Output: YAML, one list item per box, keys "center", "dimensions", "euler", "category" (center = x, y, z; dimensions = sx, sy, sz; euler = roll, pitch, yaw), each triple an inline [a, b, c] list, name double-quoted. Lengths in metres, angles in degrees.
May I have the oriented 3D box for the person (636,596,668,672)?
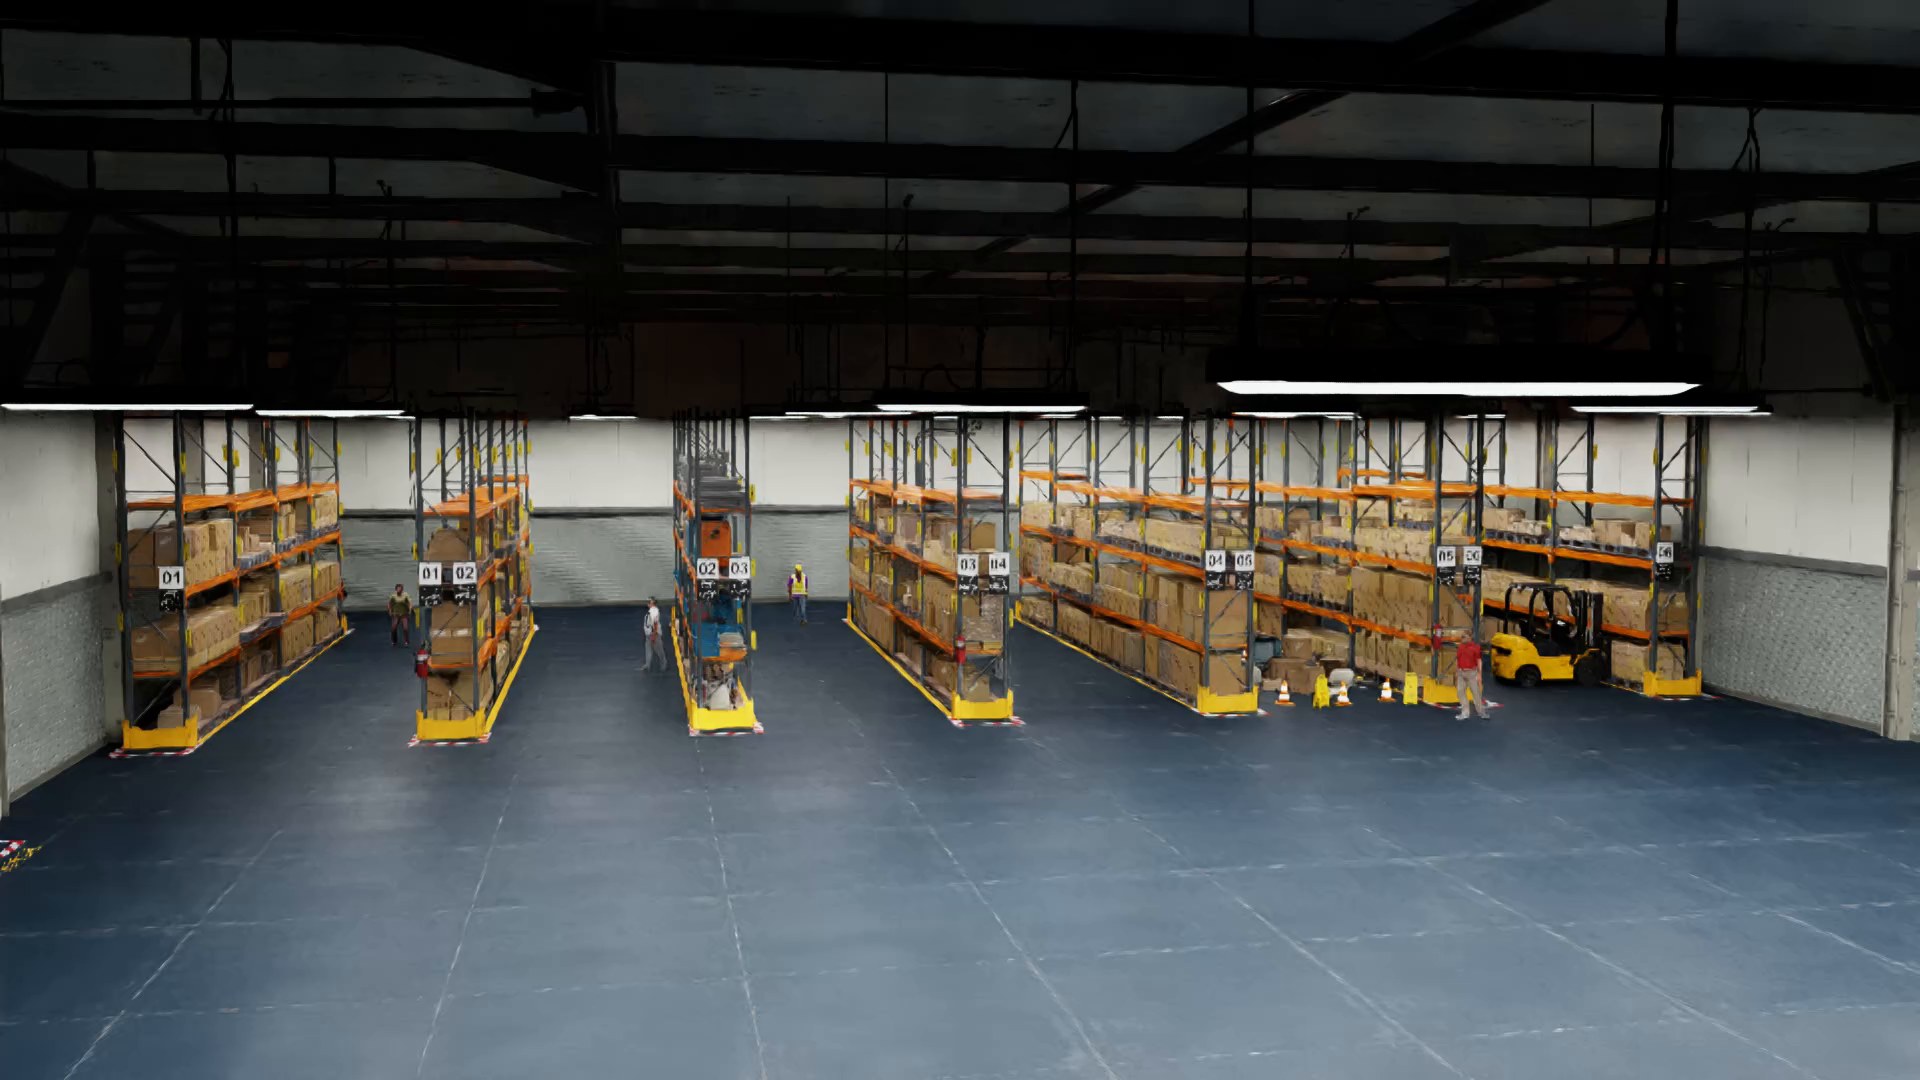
- center: [-7.061, 2.138, 38.072]
  dimensions: [0.669, 1.742, 0.756]
  euler: [-2, 4, -22]
  category: "person"

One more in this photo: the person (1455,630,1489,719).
- center: [9.866, 2.590, 32.104]
  dimensions: [0.554, 1.716, 0.653]
  euler: [-3, 5, -39]
  category: "person"

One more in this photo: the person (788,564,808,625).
- center: [-4.574, 1.525, 47.035]
  dimensions: [0.577, 1.691, 1.121]
  euler: [-1, 4, -8]
  category: "person"

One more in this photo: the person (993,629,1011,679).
- center: [0.931, 2.183, 37.084]
  dimensions: [0.460, 1.783, 0.601]
  euler: [-3, 5, -40]
  category: "person"

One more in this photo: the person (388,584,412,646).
- center: [-14.285, 1.906, 42.429]
  dimensions: [0.598, 1.619, 0.507]
  euler: [-1, 4, -13]
  category: "person"
